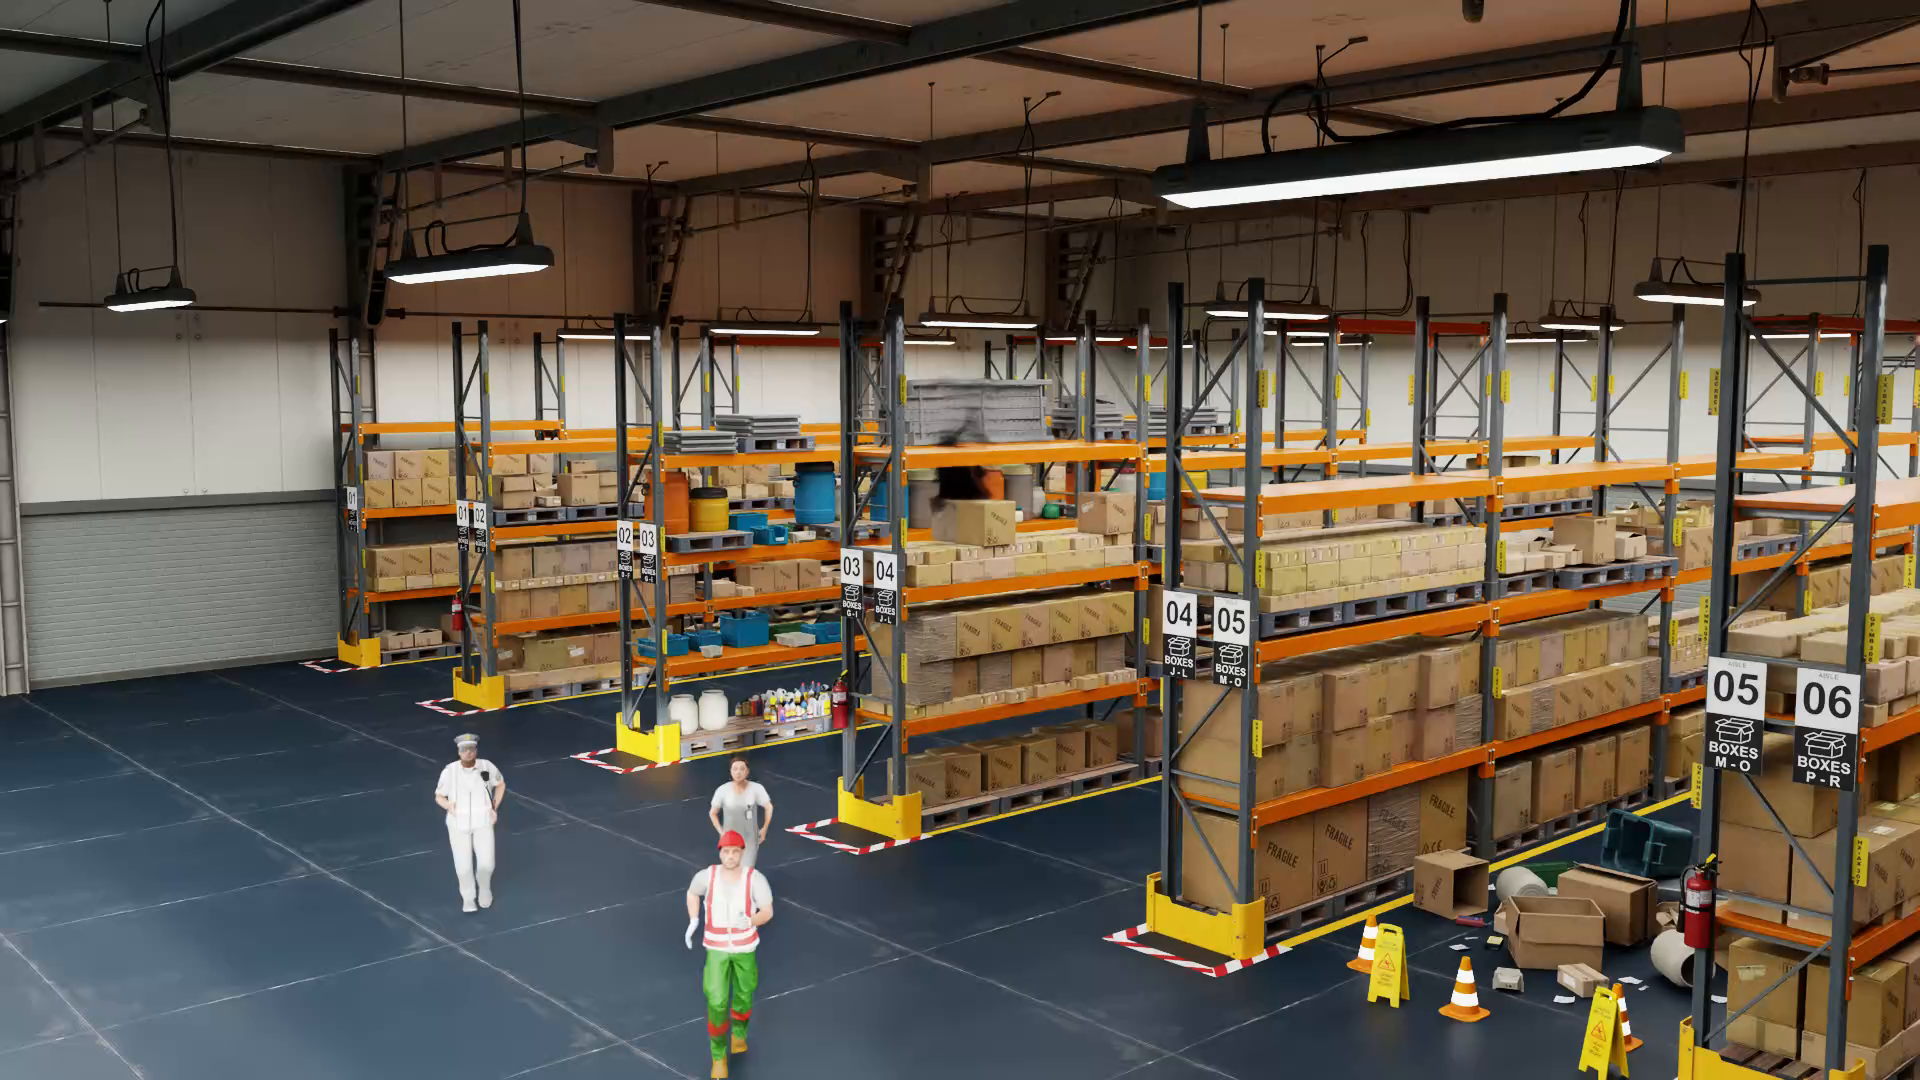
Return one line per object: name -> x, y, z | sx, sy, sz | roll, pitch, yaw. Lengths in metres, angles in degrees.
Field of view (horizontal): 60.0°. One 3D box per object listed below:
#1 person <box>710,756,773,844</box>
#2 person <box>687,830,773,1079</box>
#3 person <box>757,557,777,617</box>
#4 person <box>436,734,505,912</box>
person -> -2.041, 2.819, 15.566 | 0.589, 1.655, 0.685 | -1, 6, -6
person -> -1.704, 3.058, 12.370 | 0.628, 1.841, 0.678 | -1, 6, -9
person -> -3.816, 1.029, 32.833 | 0.860, 1.761, 0.696 | -5, 8, -44
person -> -4.674, 2.720, 15.923 | 0.650, 1.744, 0.601 | -2, 6, -17
